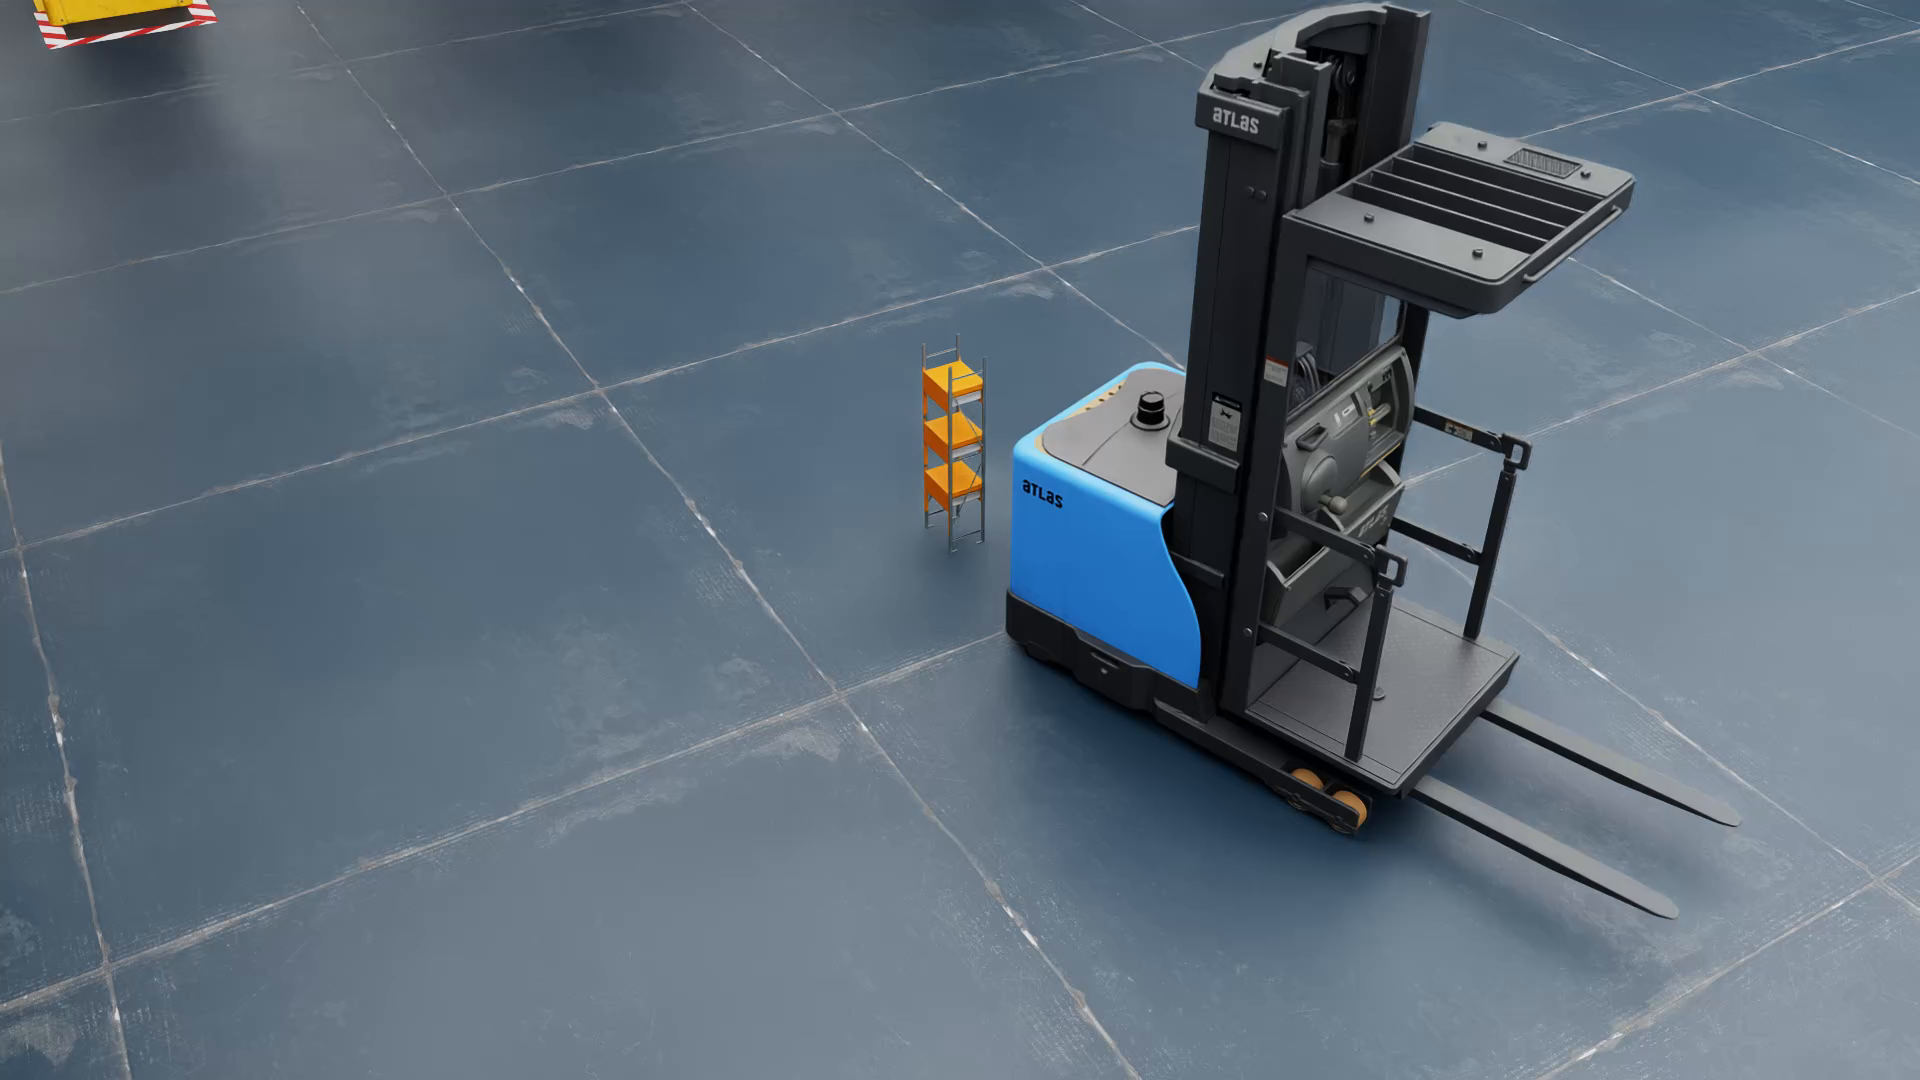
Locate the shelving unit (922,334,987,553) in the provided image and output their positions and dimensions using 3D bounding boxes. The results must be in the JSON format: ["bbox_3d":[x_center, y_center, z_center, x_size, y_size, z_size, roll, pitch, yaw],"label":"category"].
[{"bbox_3d":[-0.027,-0.451,7.978,0.215,1.050,0.252,-19,40,-24],"label":"shelving unit"}]

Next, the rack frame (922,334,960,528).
[{"bbox_3d":[-0.088,-0.513,8.063,0.200,1.050,0.008,-19,40,-24],"label":"rack frame"}]

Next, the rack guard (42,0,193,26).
[{"bbox_3d":[-7.387,-4.872,14.497,1.175,0.500,0.348,-19,40,-24],"label":"rack guard"}]

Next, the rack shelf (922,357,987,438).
[{"bbox_3d":[-0.027,-0.672,7.817,0.215,0.259,0.240,-19,40,-24],"label":"rack shelf"}]

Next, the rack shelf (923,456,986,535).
[{"bbox_3d":[-0.027,-0.218,8.148,0.215,0.259,0.240,-19,40,-24],"label":"rack shelf"}]

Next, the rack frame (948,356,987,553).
[{"bbox_3d":[0.034,-0.389,7.893,0.200,1.050,0.008,-19,40,-24],"label":"rack frame"}]

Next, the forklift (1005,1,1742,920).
[{"bbox_3d":[1.652,-0.367,6.267,3.031,2.935,1.130,27,44,32],"label":"forklift"}]

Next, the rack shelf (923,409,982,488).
[{"bbox_3d":[-0.027,-0.443,7.984,0.215,0.259,0.240,-19,40,-24],"label":"rack shelf"}]
